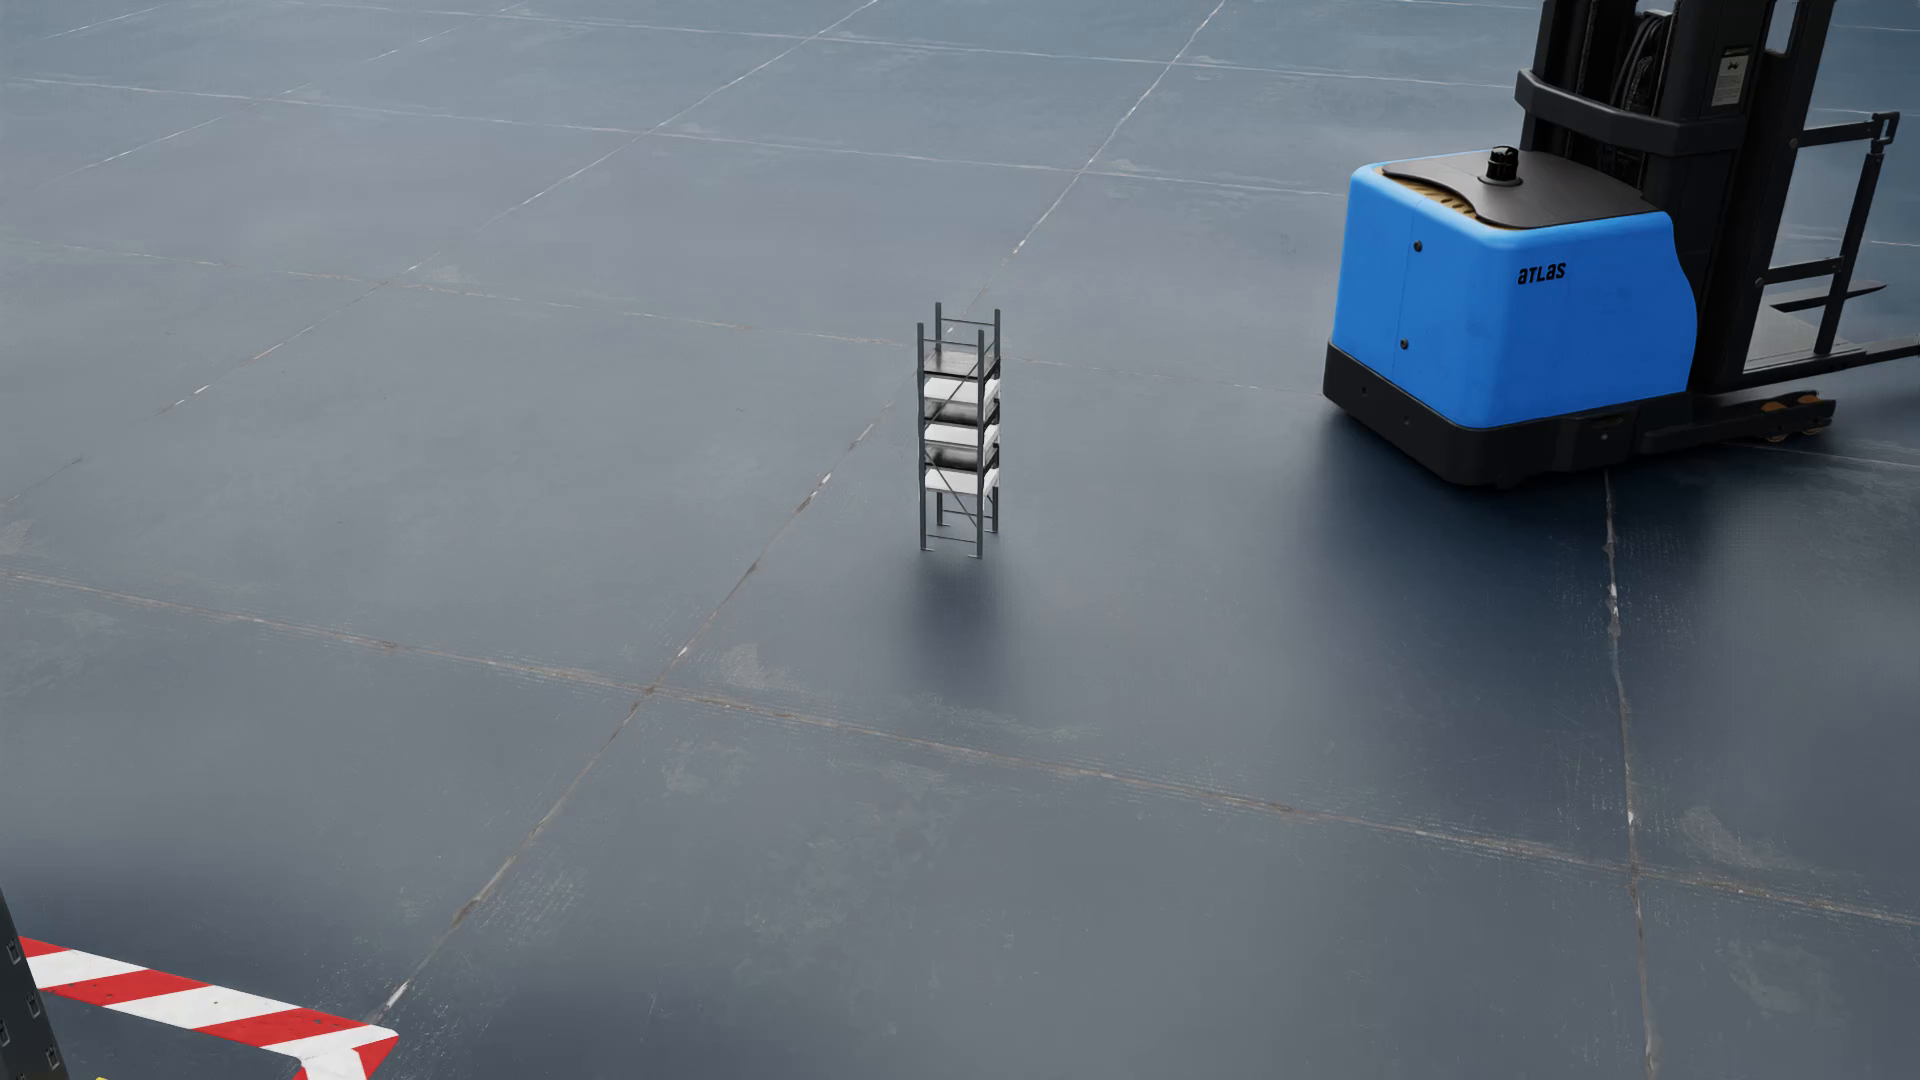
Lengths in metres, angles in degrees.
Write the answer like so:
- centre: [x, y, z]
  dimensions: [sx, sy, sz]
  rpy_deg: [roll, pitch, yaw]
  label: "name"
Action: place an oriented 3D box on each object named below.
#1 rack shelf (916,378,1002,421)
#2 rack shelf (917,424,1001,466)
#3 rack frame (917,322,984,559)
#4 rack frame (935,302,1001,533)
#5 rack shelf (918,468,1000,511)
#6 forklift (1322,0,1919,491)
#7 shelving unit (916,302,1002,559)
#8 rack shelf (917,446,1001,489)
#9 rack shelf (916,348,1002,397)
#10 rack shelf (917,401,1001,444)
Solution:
- centre: [-0.002, -0.518, 5.953]
  dimensions: [0.258, 0.077, 0.200]
  rpy_deg: [8, 30, 15]
  label: "rack shelf"
- centre: [-0.002, -0.360, 6.041]
  dimensions: [0.258, 0.077, 0.200]
  rpy_deg: [8, 30, 15]
  label: "rack shelf"
- centre: [-0.032, -0.342, 5.940]
  dimensions: [0.240, 0.900, 0.006]
  rpy_deg: [8, 30, 15]
  label: "rack frame"
- centre: [0.027, -0.437, 6.109]
  dimensions: [0.240, 0.900, 0.006]
  rpy_deg: [8, 30, 15]
  label: "rack frame"
- centre: [-0.002, -0.203, 6.128]
  dimensions: [0.258, 0.077, 0.200]
  rpy_deg: [8, 30, 15]
  label: "rack shelf"
- centre: [3.152, -1.919, 6.684]
  dimensions: [3.031, 2.935, 1.130]
  rpy_deg: [-11, 31, -19]
  label: "forklift"
- centre: [-0.002, -0.389, 6.024]
  dimensions: [0.258, 0.900, 0.210]
  rpy_deg: [8, 30, 15]
  label: "shelving unit"
- centre: [-0.002, -0.282, 6.084]
  dimensions: [0.258, 0.077, 0.200]
  rpy_deg: [8, 30, 15]
  label: "rack shelf"
- centre: [-0.002, -0.596, 5.909]
  dimensions: [0.258, 0.077, 0.200]
  rpy_deg: [8, 30, 15]
  label: "rack shelf"
- centre: [-0.002, -0.439, 5.997]
  dimensions: [0.258, 0.077, 0.200]
  rpy_deg: [8, 30, 15]
  label: "rack shelf"
